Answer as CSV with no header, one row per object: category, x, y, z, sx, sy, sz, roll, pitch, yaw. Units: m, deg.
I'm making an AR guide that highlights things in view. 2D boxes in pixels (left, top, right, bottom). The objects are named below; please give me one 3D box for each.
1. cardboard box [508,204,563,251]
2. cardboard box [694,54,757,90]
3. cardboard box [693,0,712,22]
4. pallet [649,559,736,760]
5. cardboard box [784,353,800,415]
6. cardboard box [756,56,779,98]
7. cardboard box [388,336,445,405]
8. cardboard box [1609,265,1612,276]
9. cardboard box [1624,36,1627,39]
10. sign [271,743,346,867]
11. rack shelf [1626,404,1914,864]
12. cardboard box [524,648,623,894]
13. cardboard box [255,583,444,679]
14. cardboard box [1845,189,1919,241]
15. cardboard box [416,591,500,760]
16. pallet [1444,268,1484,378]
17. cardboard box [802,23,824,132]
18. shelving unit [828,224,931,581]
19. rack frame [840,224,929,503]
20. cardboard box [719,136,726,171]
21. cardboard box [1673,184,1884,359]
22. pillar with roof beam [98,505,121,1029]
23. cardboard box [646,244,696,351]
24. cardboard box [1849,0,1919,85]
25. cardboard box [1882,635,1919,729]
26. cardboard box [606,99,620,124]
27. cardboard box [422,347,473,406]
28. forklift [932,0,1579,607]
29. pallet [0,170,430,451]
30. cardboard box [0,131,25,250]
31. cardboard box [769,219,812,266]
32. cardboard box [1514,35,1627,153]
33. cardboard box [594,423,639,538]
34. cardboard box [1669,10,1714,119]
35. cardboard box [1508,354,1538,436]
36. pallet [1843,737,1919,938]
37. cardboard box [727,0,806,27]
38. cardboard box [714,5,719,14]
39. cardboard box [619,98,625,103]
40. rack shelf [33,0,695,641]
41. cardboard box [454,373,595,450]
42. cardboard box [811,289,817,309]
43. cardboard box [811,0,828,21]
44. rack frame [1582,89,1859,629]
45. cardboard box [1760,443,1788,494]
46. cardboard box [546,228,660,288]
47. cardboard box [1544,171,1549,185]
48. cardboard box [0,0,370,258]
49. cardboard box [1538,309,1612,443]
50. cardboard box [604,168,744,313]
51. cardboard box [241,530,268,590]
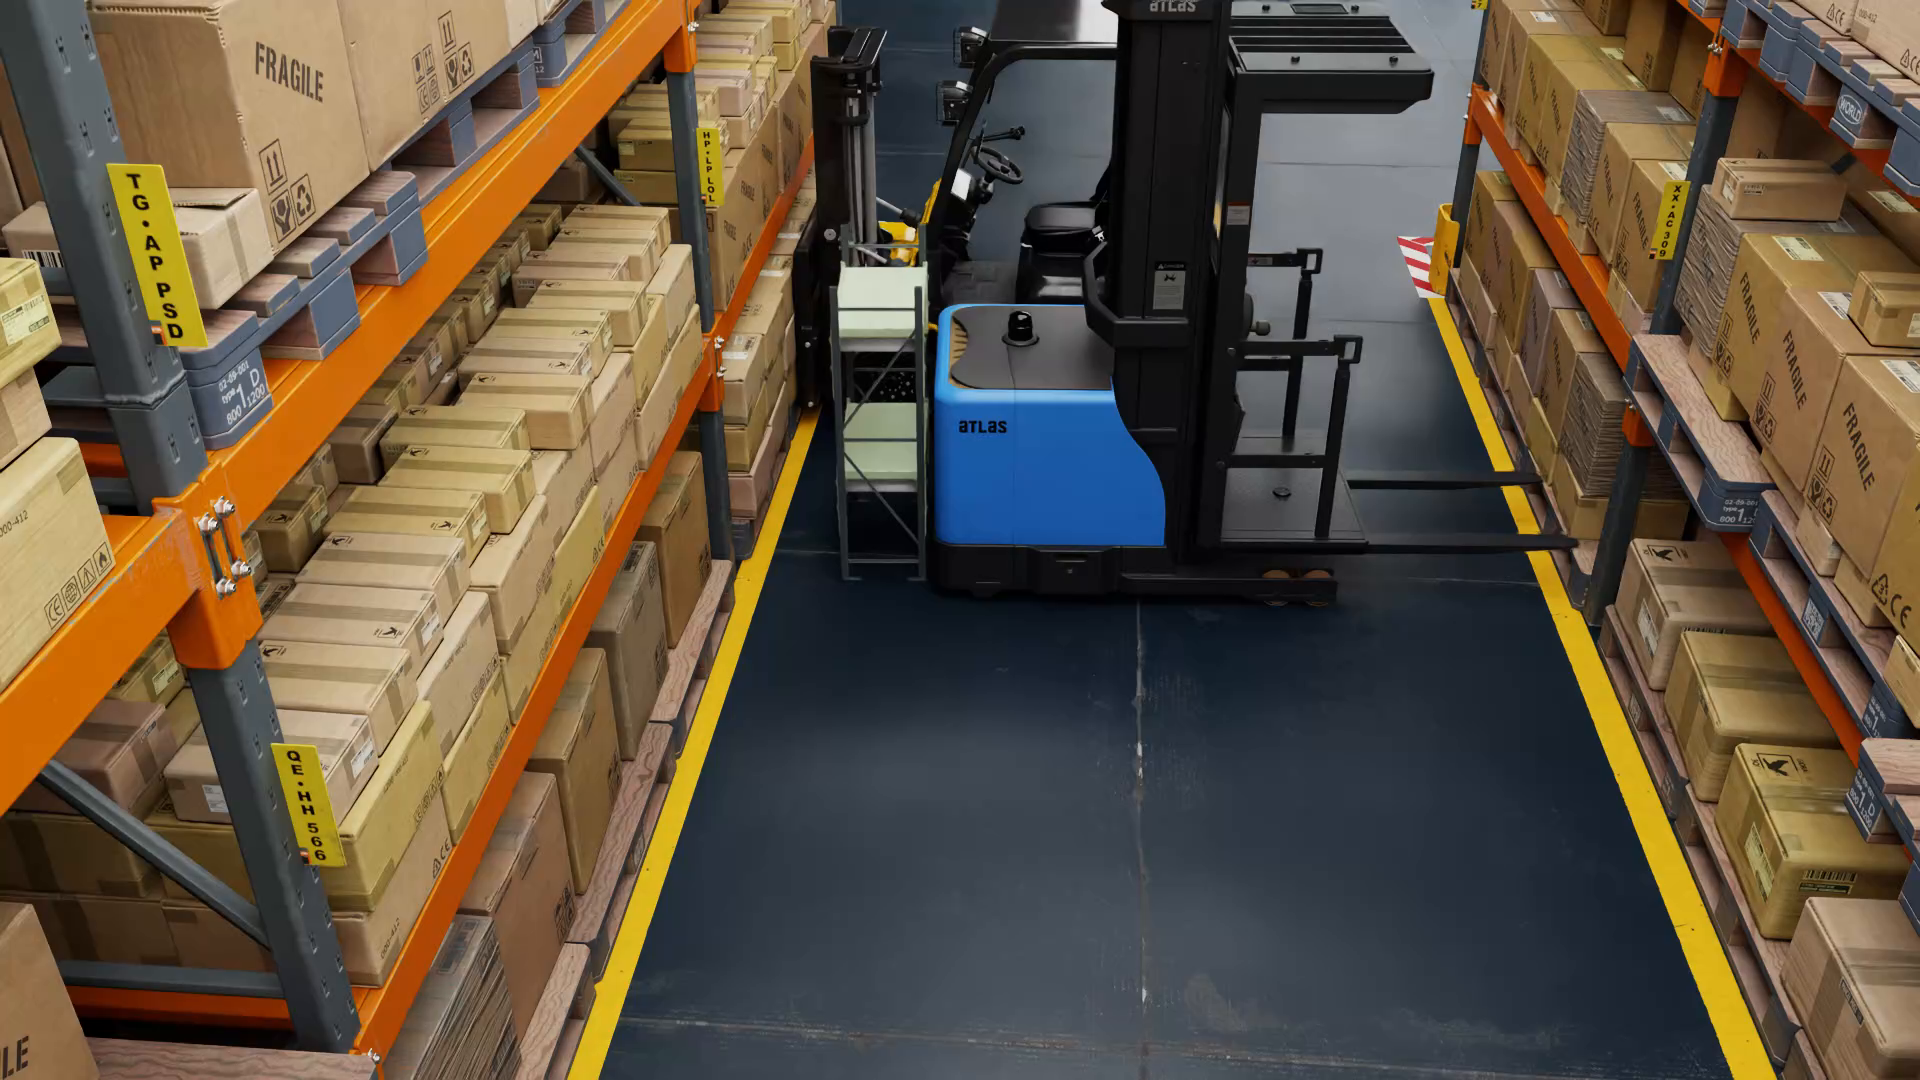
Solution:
cardboard box,-1.816,-1.240,6.690,0.380,0.149,0.250,2,32,3
cardboard box,-1.192,-2.237,8.023,0.380,0.149,0.250,2,32,3
cardboard box,-1.582,-2.925,9.140,0.380,0.149,0.250,3,32,6
pallet,-1.595,0.478,7.273,1.003,0.211,1.213,2,32,4
cardboard box,-1.152,-0.878,9.037,0.500,0.250,0.500,3,32,5
cardboard box,-1.140,-2.378,8.536,0.380,0.149,0.250,2,32,3
cardboard box,-1.973,-0.576,5.611,0.380,0.149,0.250,2,32,4
cardboard box,3.209,-1.224,7.616,0.380,0.149,0.250,3,32,4
cardboard box,3.884,-2.589,9.214,0.500,0.500,0.500,3,32,4
sign,-1.358,0.555,3.463,0.100,0.325,0.005,2,32,4
rack shelf,3.211,0.466,5.320,1.077,0.370,4.000,2,32,4
cardboard box,-1.735,0.808,5.943,0.875,0.625,0.625,1,32,2
cardboard box,-1.564,0.248,4.275,0.380,0.149,0.250,3,32,5
cardboard box,3.565,-0.982,6.206,0.500,0.500,0.500,2,32,3
cardboard box,-1.578,0.363,4.468,0.500,0.250,0.500,3,32,6
pallet,3.592,-1.327,10.203,1.003,0.211,1.213,2,32,4
cardboard box,-1.078,-2.691,9.662,0.500,0.500,0.500,3,32,6
shelving unit,-0.361,-0.642,7.862,0.431,1.500,0.755,0,32,0
rack frame,-0.359,-0.834,8.174,0.400,1.500,0.023,0,32,0
cardboard box,-1.266,-1.706,7.445,0.380,0.149,0.250,3,32,5
cardboard box,3.050,-1.001,6.236,0.500,0.500,0.500,3,32,5
pillar with roof beam,1.599,-2.095,3.072,9.100,9.000,0.400,2,32,4
cardboard box,-1.359,-0.977,6.643,0.500,0.250,0.500,2,32,3
cardboard box,2.867,-1.460,4.643,0.500,0.250,0.500,2,32,3
cardboard box,2.803,0.400,4.582,0.380,0.149,0.250,3,32,5
cardboard box,-1.779,-1.990,7.622,0.380,0.149,0.250,2,32,4
cardboard box,-1.975,-0.460,5.804,0.500,0.250,0.500,2,32,3
forklift,1.393,-1.221,7.437,3.031,2.935,1.130,0,32,1
pallet,-1.933,-0.560,3.620,1.213,0.211,1.003,4,32,6
cardboard box,-2.096,-0.829,3.524,0.500,0.250,0.500,2,32,4
cardboard box,-1.090,-1.571,9.208,0.500,0.250,0.500,2,32,3
cardboard box,3.305,-2.373,8.863,0.500,0.500,0.500,2,32,3
cardboard box,-1.460,-0.236,5.917,0.500,0.250,0.500,3,32,4
cardboard box,3.757,-2.229,7.676,0.700,0.500,0.500,2,32,3
cardboard box,3.233,-0.759,8.844,0.500,0.250,0.500,3,32,5
pallet,3.000,0.910,4.097,1.213,0.211,1.003,2,32,4
cardboard box,-1.056,-2.900,9.100,0.380,0.149,0.250,3,32,5
cardboard box,-1.518,-3.076,9.668,0.380,0.149,0.250,2,32,3
cardboard box,-1.805,-2.001,7.925,0.380,0.149,0.250,3,32,4
rack shelf,-1.737,-1.021,4.874,1.077,0.370,4.000,2,32,4
cardboard box,-1.399,-0.415,5.351,0.380,0.149,0.250,2,32,3
cardboard box,-1.093,-1.347,9.320,0.500,0.250,0.500,2,32,4
cardboard box,-0.988,-3.178,9.834,0.380,0.149,0.250,3,32,5
rack frame,3.374,-0.886,6.828,1.000,3.000,0.127,2,32,4
cardboard box,2.975,-0.268,5.665,0.380,0.149,0.250,3,32,5
cardboard box,-1.383,-1.091,6.447,0.380,0.149,0.250,2,32,3
cardboard box,3.290,-1.889,8.696,0.380,0.149,0.250,2,32,3
cardboard box,-1.598,-0.914,3.423,0.500,0.500,0.500,3,32,4
cardboard box,3.194,-0.800,8.195,0.500,0.500,0.500,3,32,5
cardboard box,-1.277,-1.359,7.501,0.500,0.500,0.500,2,32,3
cardboard box,-2.132,0.092,4.527,0.380,0.149,0.250,2,32,3
